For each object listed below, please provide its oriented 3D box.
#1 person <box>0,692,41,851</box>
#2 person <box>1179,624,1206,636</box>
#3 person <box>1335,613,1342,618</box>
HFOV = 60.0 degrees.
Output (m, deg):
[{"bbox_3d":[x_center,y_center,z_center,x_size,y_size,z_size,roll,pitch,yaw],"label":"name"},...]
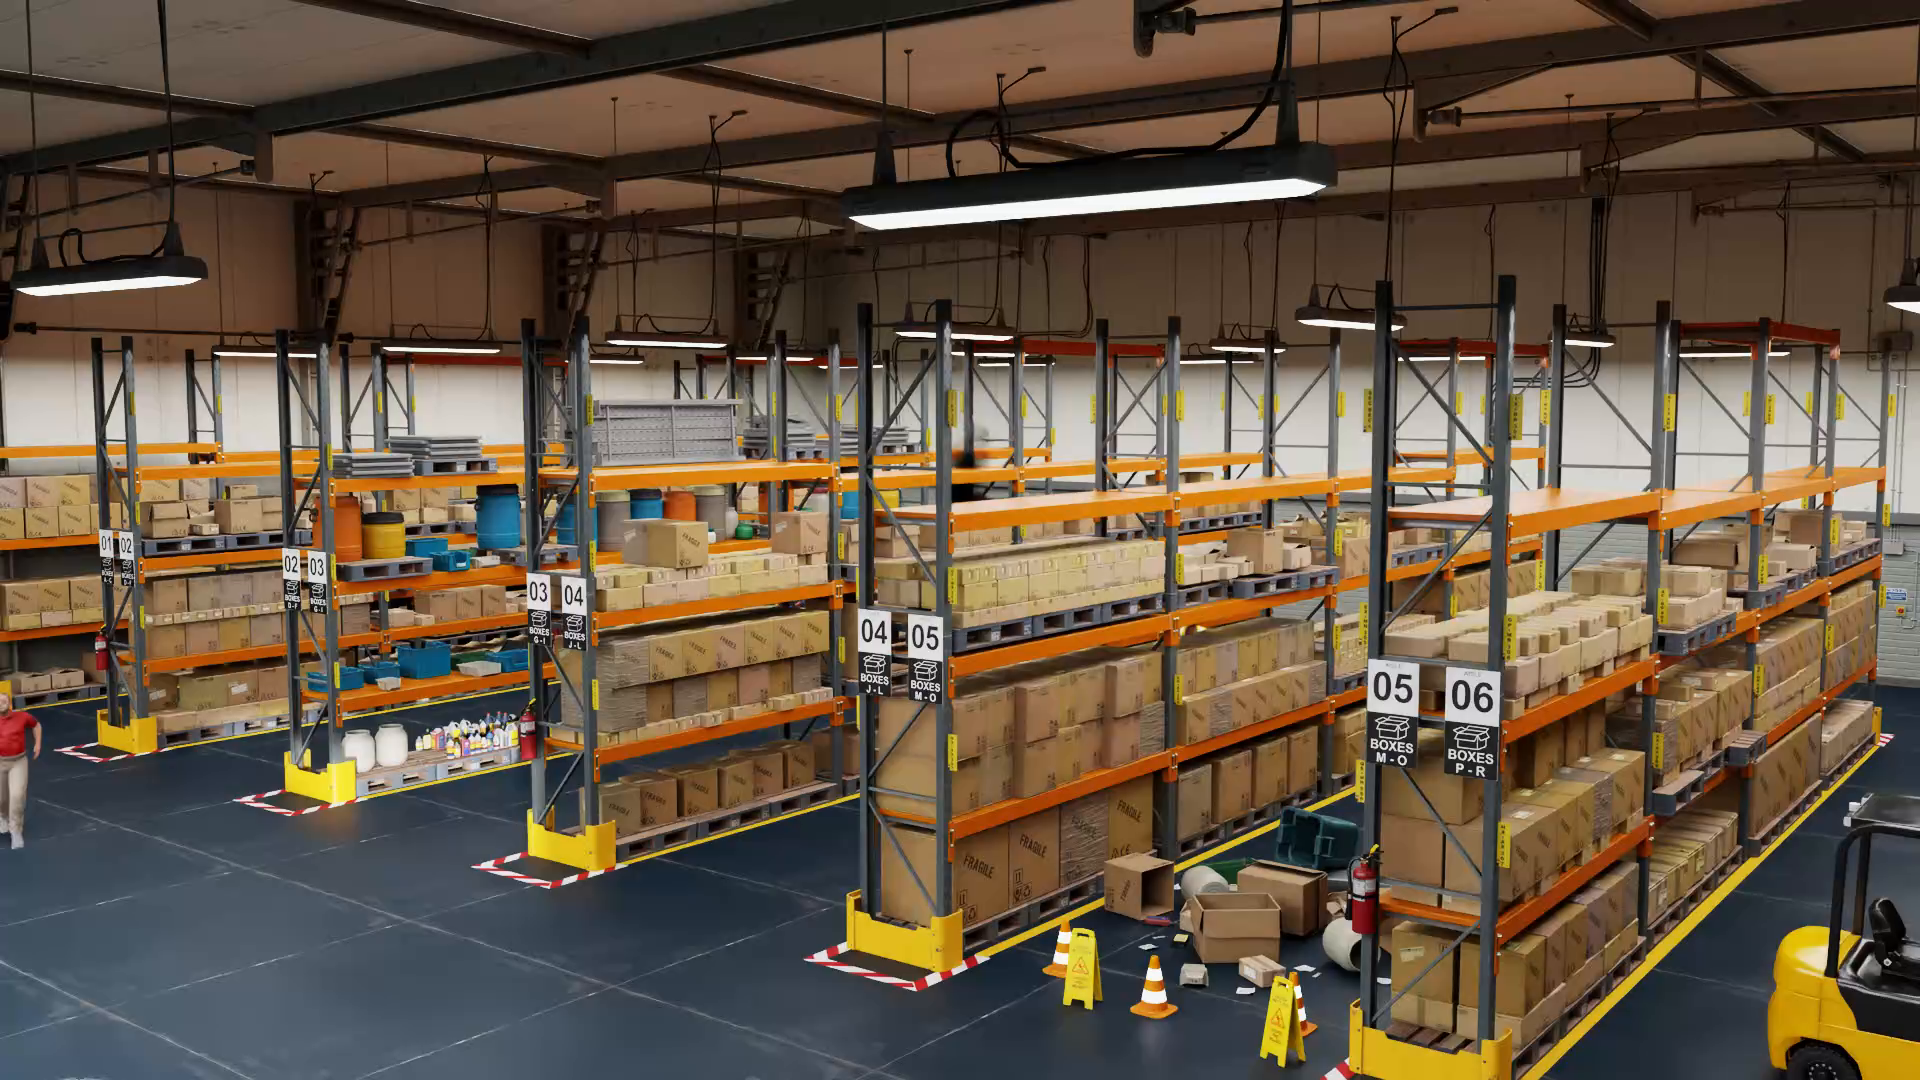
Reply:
[{"bbox_3d":[-11.016,2.632,19.240,0.669,1.740,0.977,-2,5,-24],"label":"person"},{"bbox_3d":[3.535,1.889,25.588,0.706,1.685,0.644,3,6,27],"label":"person"},{"bbox_3d":[6.195,2.008,26.999,0.791,1.650,0.583,-5,7,-43],"label":"person"}]
